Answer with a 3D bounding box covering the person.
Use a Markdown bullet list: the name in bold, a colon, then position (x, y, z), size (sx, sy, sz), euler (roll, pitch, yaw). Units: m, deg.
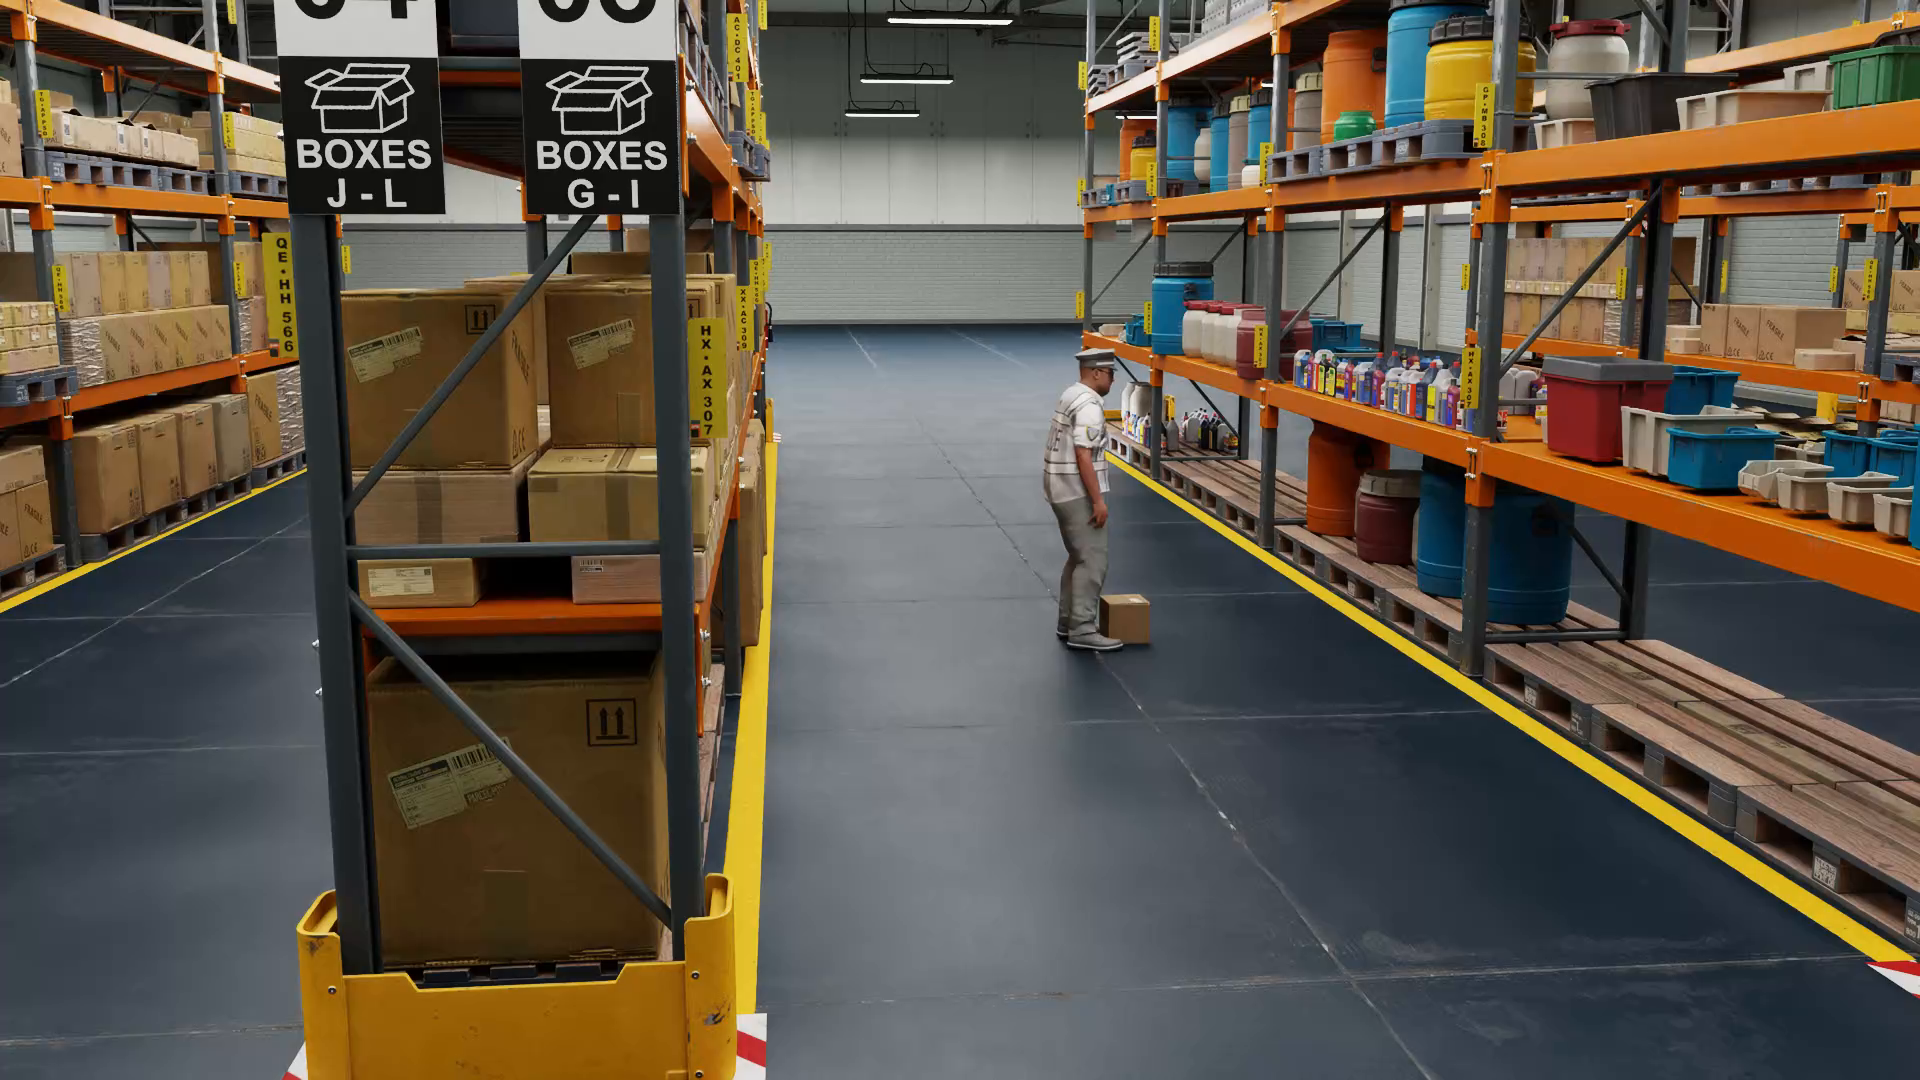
- **person**: position (0.719, -0.254, 9.834), size (0.436, 1.746, 0.586), euler (-1, 10, -6)
